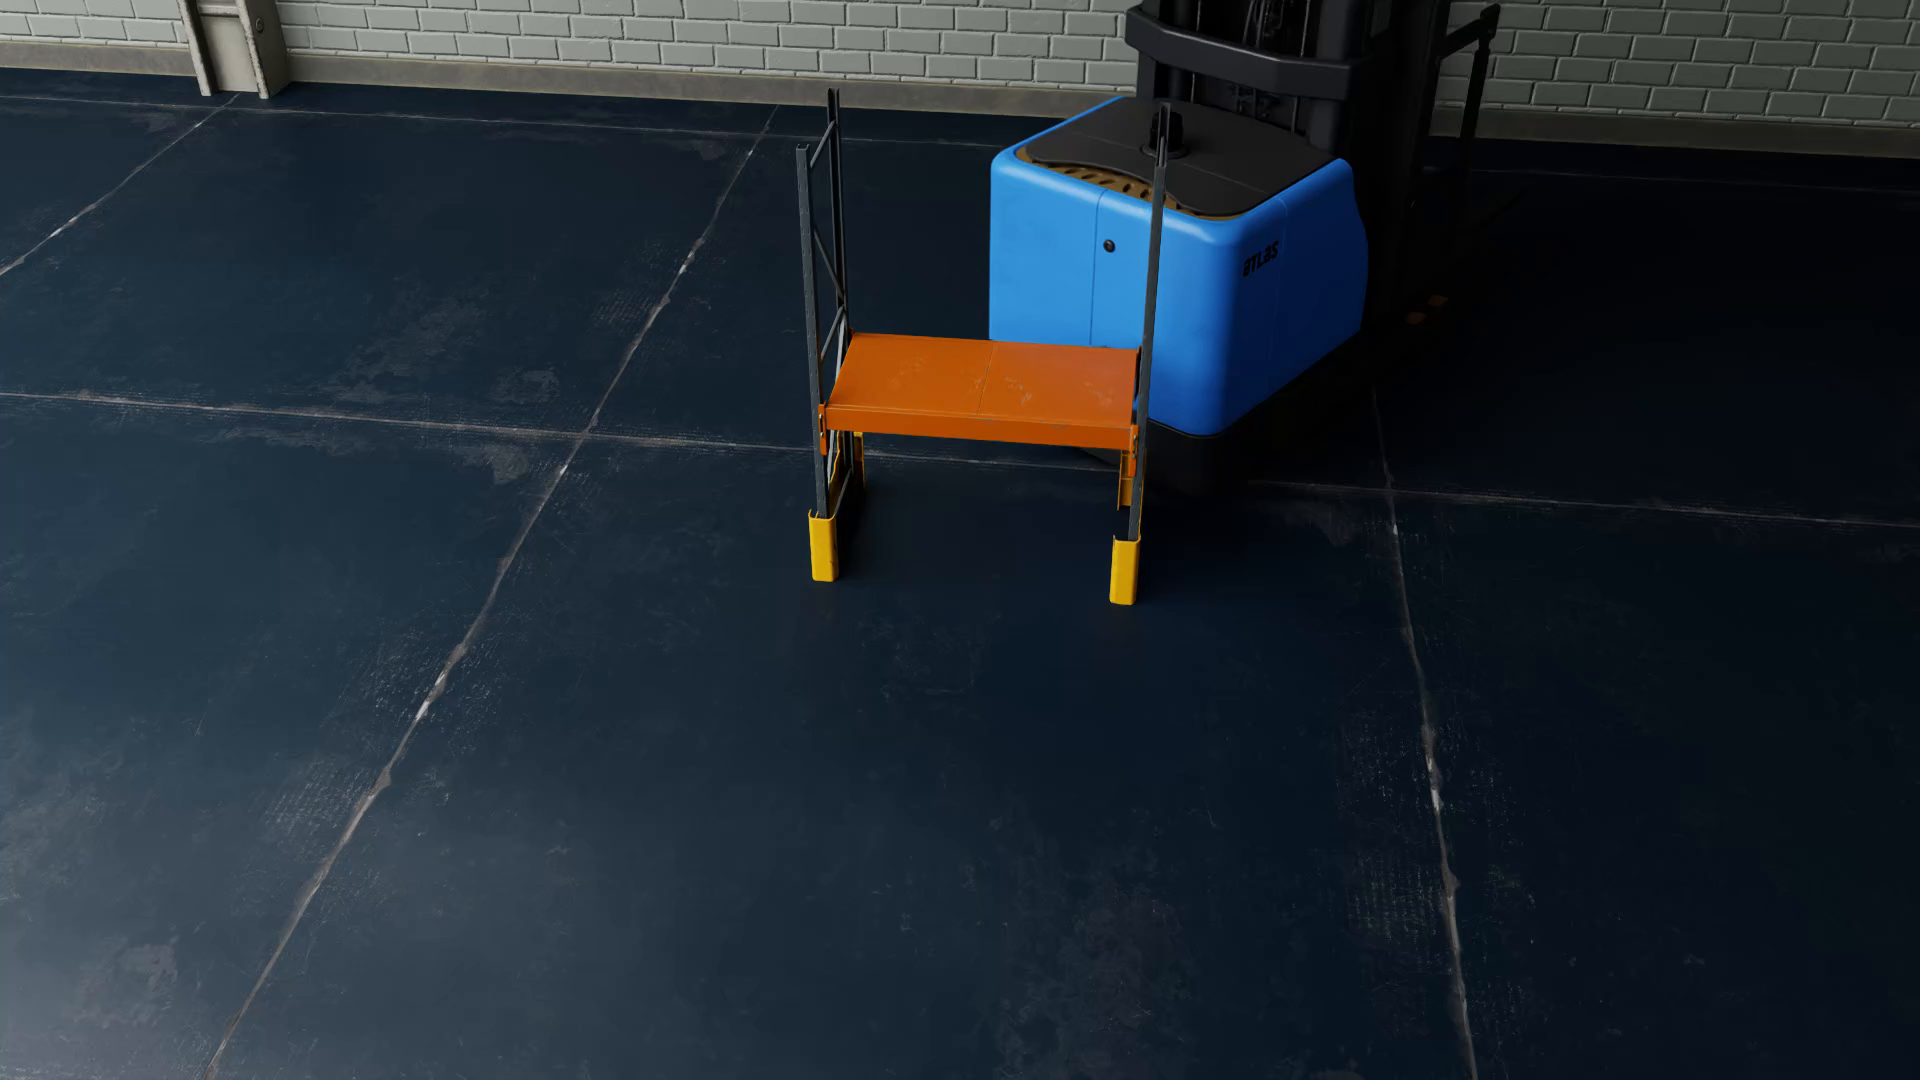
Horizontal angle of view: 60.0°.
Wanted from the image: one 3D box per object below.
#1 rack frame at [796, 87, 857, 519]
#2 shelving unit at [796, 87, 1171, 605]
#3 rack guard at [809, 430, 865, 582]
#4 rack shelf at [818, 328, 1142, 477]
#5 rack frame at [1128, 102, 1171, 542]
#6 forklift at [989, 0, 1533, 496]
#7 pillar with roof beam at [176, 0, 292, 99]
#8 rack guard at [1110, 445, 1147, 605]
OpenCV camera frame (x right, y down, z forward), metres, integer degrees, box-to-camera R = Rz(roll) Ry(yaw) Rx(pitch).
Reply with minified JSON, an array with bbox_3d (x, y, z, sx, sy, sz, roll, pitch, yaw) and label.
[{"bbox_3d":[-0.420,-0.642,5.358,0.032,1.500,0.500,4,36,6],"label":"rack frame"},{"bbox_3d":[0.076,-0.605,5.306,1.083,1.500,0.587,4,36,6],"label":"shelving unit"},{"bbox_3d":[-0.418,-0.133,5.721,0.087,0.250,0.587,4,36,6],"label":"rack guard"},{"bbox_3d":[0.085,-0.458,5.410,1.000,0.185,0.538,4,36,6],"label":"rack shelf"},{"bbox_3d":[0.589,-0.567,5.253,0.032,1.500,0.500,4,36,6],"label":"rack frame"},{"bbox_3d":[1.426,-2.132,6.214,1.130,2.935,3.031,26,43,32],"label":"forklift"},{"bbox_3d":[-4.528,-3.716,3.210,0.400,9.000,9.100,4,36,6],"label":"pillar with roof beam"},{"bbox_3d":[0.570,-0.059,5.618,0.087,0.250,0.587,4,36,6],"label":"rack guard"}]
